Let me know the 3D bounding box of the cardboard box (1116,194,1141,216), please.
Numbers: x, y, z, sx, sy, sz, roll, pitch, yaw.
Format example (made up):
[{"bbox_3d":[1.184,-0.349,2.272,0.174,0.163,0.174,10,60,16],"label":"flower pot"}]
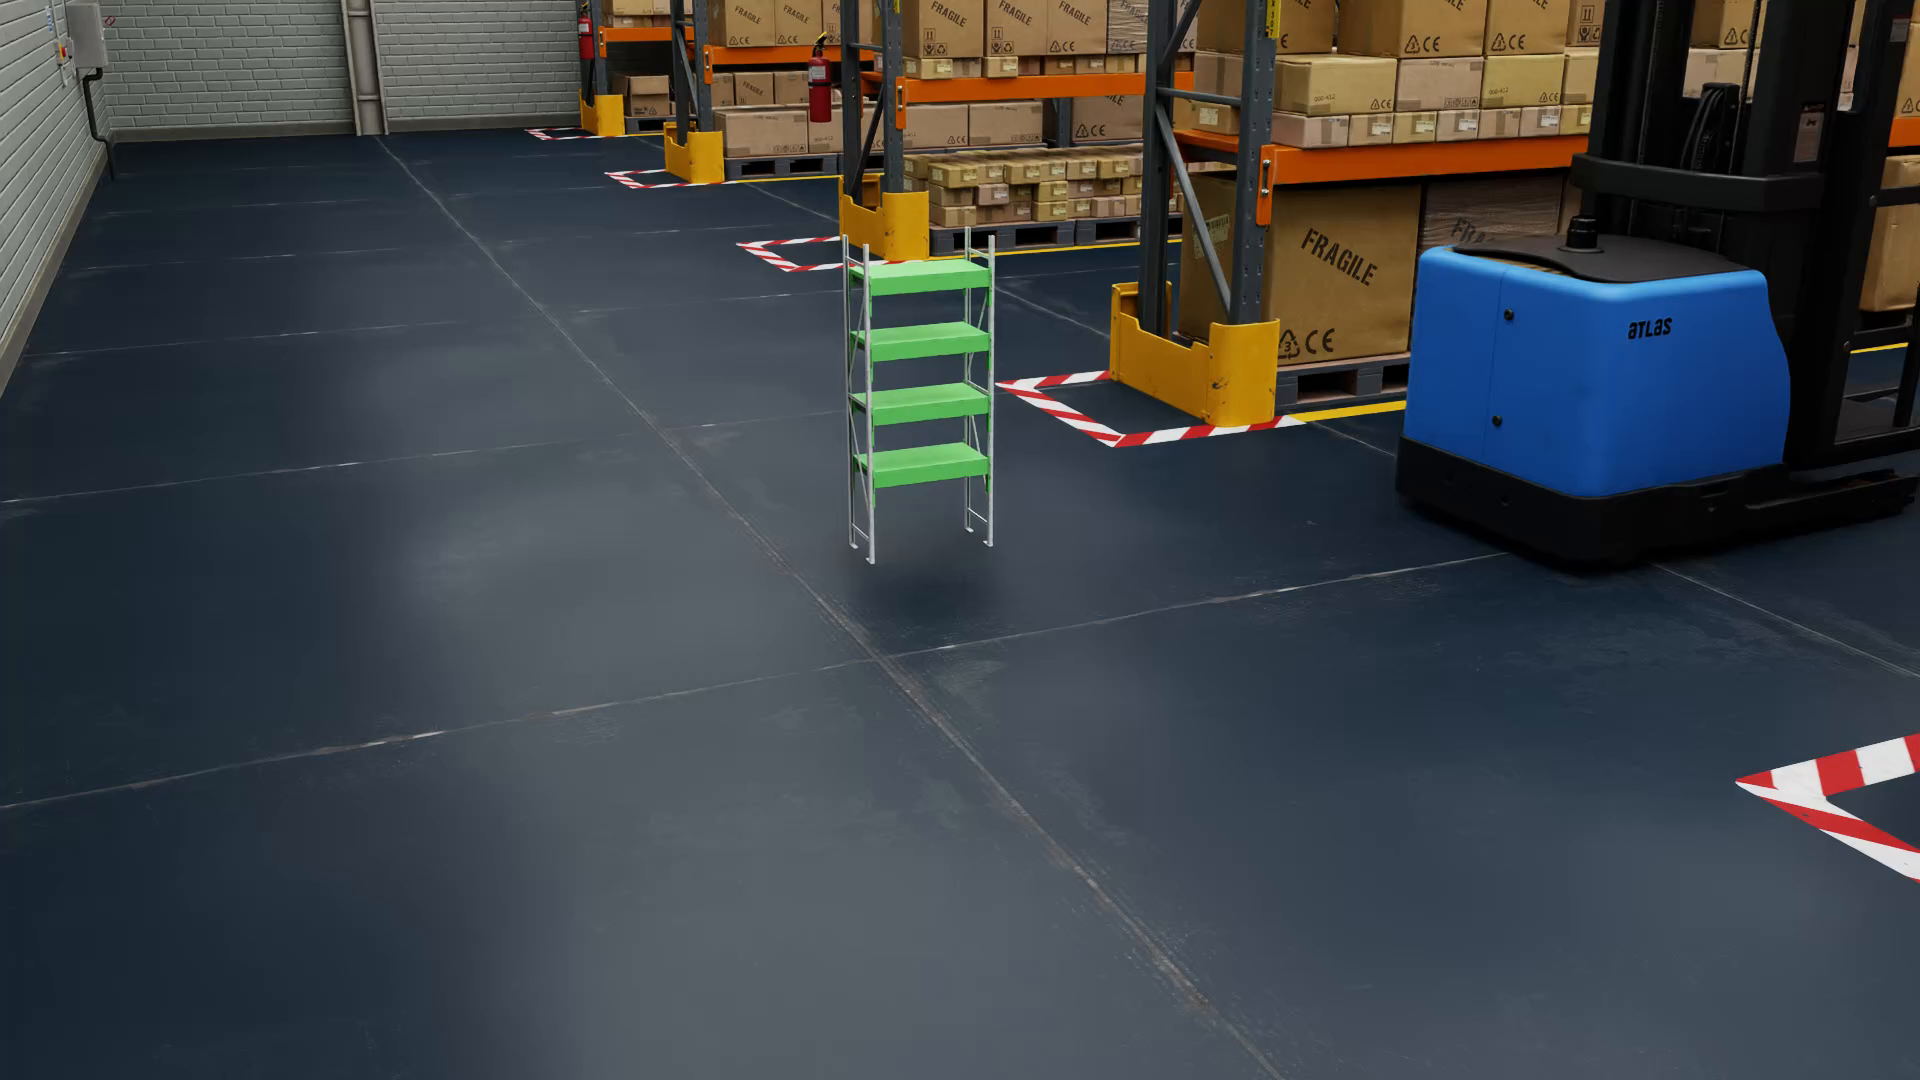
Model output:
[{"bbox_3d":[1.352,-2.715,13.376,0.250,0.149,0.380,-8,21,-22],"label":"cardboard box"}]

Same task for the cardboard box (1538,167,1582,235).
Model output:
[{"bbox_3d":[3.410,-1.698,9.395,0.875,0.875,0.875,-8,21,-22],"label":"cardboard box"}]

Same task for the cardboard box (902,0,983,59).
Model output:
[{"bbox_3d":[-0.149,-3.845,12.327,0.500,0.500,0.500,-7,21,-19],"label":"cardboard box"}]

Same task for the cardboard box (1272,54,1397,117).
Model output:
[{"bbox_3d":[1.749,-2.207,8.052,0.500,0.250,0.500,-9,21,-23],"label":"cardboard box"}]

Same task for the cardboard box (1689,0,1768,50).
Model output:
[{"bbox_3d":[4.096,-2.899,8.889,0.500,0.500,0.500,-8,21,-21],"label":"cardboard box"}]

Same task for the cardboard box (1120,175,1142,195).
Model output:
[{"bbox_3d":[1.345,-2.890,13.426,0.250,0.149,0.380,-7,21,-19],"label":"cardboard box"}]

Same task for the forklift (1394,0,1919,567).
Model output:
[{"bbox_3d":[3.353,-1.608,6.675,3.031,2.935,1.130,-10,22,-25],"label":"forklift"}]

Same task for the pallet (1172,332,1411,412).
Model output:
[{"bbox_3d":[1.904,-0.970,8.960,1.213,0.211,1.003,-8,21,-22],"label":"pallet"}]

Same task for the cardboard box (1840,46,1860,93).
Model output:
[{"bbox_3d":[4.573,-2.614,9.208,0.500,0.250,0.500,-9,21,-23],"label":"cardboard box"}]

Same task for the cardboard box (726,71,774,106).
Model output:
[{"bbox_3d":[-2.769,-5.902,21.900,0.500,0.500,0.500,-8,21,-21],"label":"cardboard box"}]

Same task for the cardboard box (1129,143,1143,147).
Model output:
[{"bbox_3d":[1.618,-3.244,13.984,0.250,0.149,0.380,-8,21,-21],"label":"cardboard box"}]

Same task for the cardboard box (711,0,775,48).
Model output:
[{"bbox_3d":[-2.170,-5.201,16.628,0.500,0.500,0.500,-8,21,-22],"label":"cardboard box"}]

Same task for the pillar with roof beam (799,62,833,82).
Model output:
[{"bbox_3d":[-0.312,-8.918,18.301,0.400,9.000,9.100,-8,21,-22],"label":"pillar with roof beam"}]

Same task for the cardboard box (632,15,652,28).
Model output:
[{"bbox_3d":[-4.068,-6.581,21.073,0.250,0.149,0.380,-8,21,-21],"label":"cardboard box"}]

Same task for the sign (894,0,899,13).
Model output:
[{"bbox_3d":[-0.455,-3.925,11.851,0.005,0.325,0.100,-8,21,-22],"label":"sign"}]

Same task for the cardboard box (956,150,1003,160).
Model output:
[{"bbox_3d":[0.156,-3.052,13.437,0.250,0.149,0.380,-9,21,-23],"label":"cardboard box"}]

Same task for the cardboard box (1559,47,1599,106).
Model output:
[{"bbox_3d":[3.163,-2.413,8.636,0.500,0.250,0.500,-9,21,-23],"label":"cardboard box"}]

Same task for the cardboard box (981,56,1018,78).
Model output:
[{"bbox_3d":[0.242,-3.572,12.528,0.250,0.149,0.380,-9,21,-23],"label":"cardboard box"}]

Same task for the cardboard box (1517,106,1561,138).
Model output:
[{"bbox_3d":[2.838,-2.154,8.502,0.250,0.149,0.380,-8,21,-23],"label":"cardboard box"}]

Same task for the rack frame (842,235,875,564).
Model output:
[{"bbox_3d":[-0.376,-0.512,6.170,0.015,1.200,0.240,-8,21,-22],"label":"rack frame"}]

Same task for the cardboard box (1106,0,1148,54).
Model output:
[{"bbox_3d":[1.253,-4.052,12.916,0.500,0.500,0.500,-9,21,-23],"label":"cardboard box"}]

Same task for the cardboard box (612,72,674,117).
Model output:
[{"bbox_3d":[-4.094,-5.764,21.502,0.637,0.503,0.797,-9,21,-24],"label":"cardboard box"}]

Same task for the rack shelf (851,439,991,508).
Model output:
[{"bbox_3d":[-0.152,-0.258,6.362,0.480,0.148,0.258,-8,21,-22],"label":"rack shelf"}]

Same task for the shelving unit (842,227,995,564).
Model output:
[{"bbox_3d":[-0.152,-0.544,6.261,0.503,1.200,0.258,-8,21,-22],"label":"shelving unit"}]

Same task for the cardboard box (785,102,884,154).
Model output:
[{"bbox_3d":[-1.321,-4.409,17.752,0.875,0.438,0.875,-8,21,-20],"label":"cardboard box"}]

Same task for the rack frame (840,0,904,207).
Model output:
[{"bbox_3d":[-0.671,-3.682,12.464,0.127,3.000,1.000,-8,21,-22],"label":"rack frame"}]

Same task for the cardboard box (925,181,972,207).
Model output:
[{"bbox_3d":[-0.088,-2.667,12.792,0.250,0.149,0.380,-7,21,-20],"label":"cardboard box"}]

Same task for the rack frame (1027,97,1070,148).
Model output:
[{"bbox_3d":[0.949,-5.705,18.208,0.127,3.000,1.000,-8,21,-22],"label":"rack frame"}]

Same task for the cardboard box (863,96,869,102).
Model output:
[{"bbox_3d":[-1.416,-5.909,22.447,0.250,0.149,0.380,-9,21,-24],"label":"cardboard box"}]

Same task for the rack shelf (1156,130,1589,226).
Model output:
[{"bbox_3d":[3.038,-2.080,8.997,4.000,0.370,1.077,-8,21,-22],"label":"rack shelf"}]

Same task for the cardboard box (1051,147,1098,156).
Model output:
[{"bbox_3d":[0.930,-3.120,13.630,0.250,0.149,0.380,-9,21,-24],"label":"cardboard box"}]

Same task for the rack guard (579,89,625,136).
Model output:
[{"bbox_3d":[-4.624,-5.523,21.455,0.348,0.500,1.175,-8,21,-22],"label":"rack guard"}]

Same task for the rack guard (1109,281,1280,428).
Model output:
[{"bbox_3d":[1.179,-0.974,8.537,0.348,0.500,1.175,-8,21,-22],"label":"rack guard"}]

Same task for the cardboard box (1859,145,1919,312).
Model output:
[{"bbox_3d":[5.454,-1.969,10.165,0.875,0.875,1.225,-8,21,-22],"label":"cardboard box"}]

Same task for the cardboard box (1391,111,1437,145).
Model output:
[{"bbox_3d":[2.128,-2.052,8.212,0.250,0.149,0.380,-9,21,-23],"label":"cardboard box"}]

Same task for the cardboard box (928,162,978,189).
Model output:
[{"bbox_3d":[-0.055,-2.782,12.671,0.250,0.149,0.380,-9,21,-24],"label":"cardboard box"}]

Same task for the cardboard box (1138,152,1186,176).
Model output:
[{"bbox_3d":[1.610,-3.023,13.354,0.250,0.149,0.380,-9,21,-24],"label":"cardboard box"}]

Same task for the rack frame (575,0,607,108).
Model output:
[{"bbox_3d":[-4.694,-6.692,21.011,0.127,3.000,1.000,-8,21,-22],"label":"rack frame"}]

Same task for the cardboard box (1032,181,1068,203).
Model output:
[{"bbox_3d":[0.654,-2.745,13.015,0.250,0.149,0.380,-7,21,-20],"label":"cardboard box"}]

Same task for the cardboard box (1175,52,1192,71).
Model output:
[{"bbox_3d":[1.631,-3.809,13.201,0.250,0.149,0.380,-8,21,-23],"label":"cardboard box"}]

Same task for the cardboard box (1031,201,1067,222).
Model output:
[{"bbox_3d":[0.649,-2.602,13.054,0.250,0.149,0.380,-8,21,-21],"label":"cardboard box"}]

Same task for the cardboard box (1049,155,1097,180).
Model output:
[{"bbox_3d":[0.886,-2.940,13.121,0.250,0.149,0.380,-7,21,-20],"label":"cardboard box"}]

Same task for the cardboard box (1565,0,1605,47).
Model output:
[{"bbox_3d":[3.402,-2.989,9.143,0.500,0.500,0.500,-9,21,-24],"label":"cardboard box"}]

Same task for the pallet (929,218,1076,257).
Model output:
[{"bbox_3d":[0.159,-2.473,13.229,1.213,0.211,1.003,-8,21,-22],"label":"pallet"}]

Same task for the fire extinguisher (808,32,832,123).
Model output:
[{"bbox_3d":[-1.085,-3.578,12.845,0.183,0.674,0.296,-8,21,-22],"label":"fire extinguisher"}]

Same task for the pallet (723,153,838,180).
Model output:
[{"bbox_3d":[-2.021,-3.992,17.543,1.213,0.211,1.003,-8,21,-22],"label":"pallet"}]

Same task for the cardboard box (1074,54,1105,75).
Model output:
[{"bbox_3d":[0.923,-3.700,12.891,0.250,0.149,0.380,-9,21,-23],"label":"cardboard box"}]

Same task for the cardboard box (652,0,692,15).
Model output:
[{"bbox_3d":[-3.707,-6.805,21.111,0.500,0.250,0.500,-8,21,-21],"label":"cardboard box"}]

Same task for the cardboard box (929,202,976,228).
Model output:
[{"bbox_3d":[-0.063,-2.507,12.786,0.250,0.149,0.380,-8,21,-21],"label":"cardboard box"}]

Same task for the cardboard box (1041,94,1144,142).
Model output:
[{"bbox_3d":[1.486,-5.007,18.792,0.875,0.875,0.875,-7,21,-20],"label":"cardboard box"}]

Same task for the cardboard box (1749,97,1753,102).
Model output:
[{"bbox_3d":[4.252,-2.357,9.077,0.250,0.149,0.380,-9,21,-23],"label":"cardboard box"}]

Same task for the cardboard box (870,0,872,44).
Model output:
[{"bbox_3d":[-0.789,-5.409,17.217,0.500,0.500,0.500,-7,21,-20],"label":"cardboard box"}]
